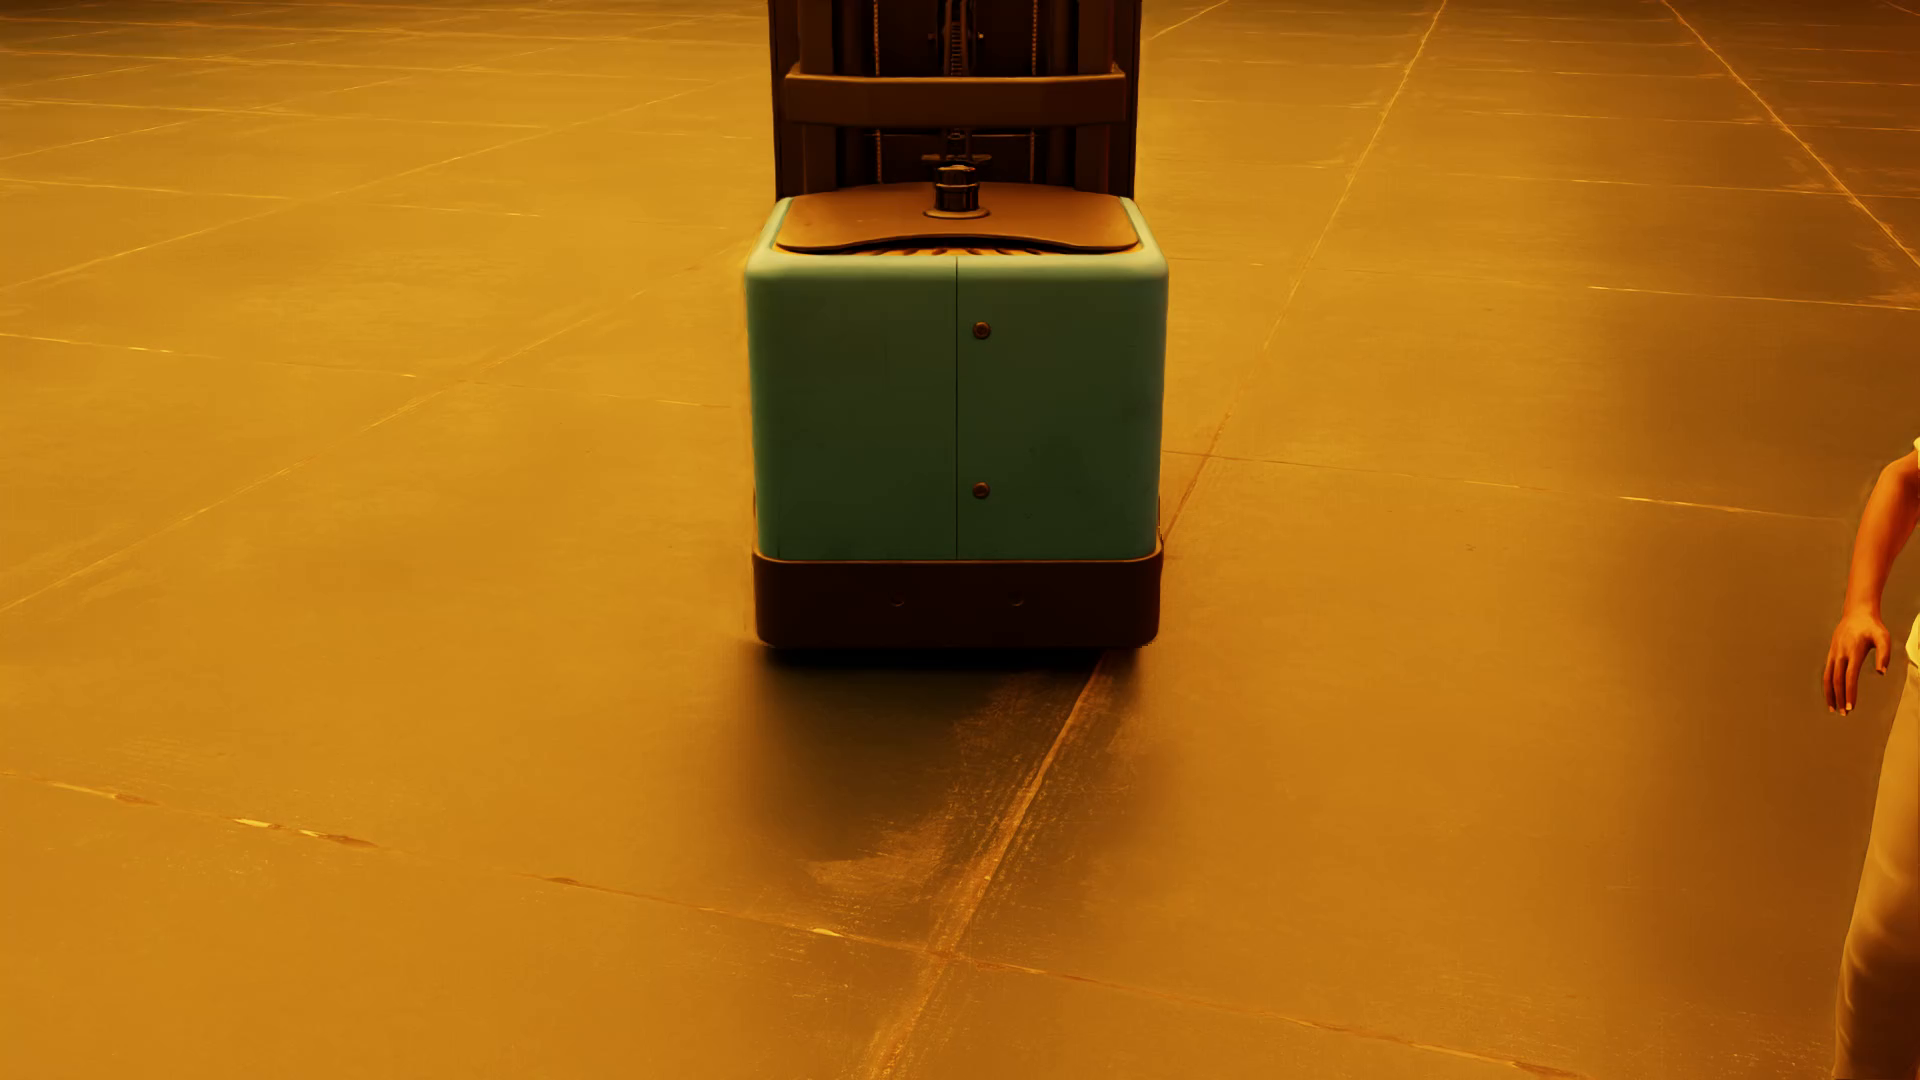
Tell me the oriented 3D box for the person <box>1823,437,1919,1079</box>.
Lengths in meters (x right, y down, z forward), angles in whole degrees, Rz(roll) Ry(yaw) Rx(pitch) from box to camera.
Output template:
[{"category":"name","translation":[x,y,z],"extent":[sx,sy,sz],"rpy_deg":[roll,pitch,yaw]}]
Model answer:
[{"category":"person","translation":[1.553,0.300,2.315],"extent":[0.519,1.625,0.685],"rpy_deg":[-21,30,-41]}]

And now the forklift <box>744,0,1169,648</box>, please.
[{"category":"forklift","translation":[-0.017,-1.589,5.130],"extent":[1.130,2.935,3.031],"rpy_deg":[0,22,0]}]
